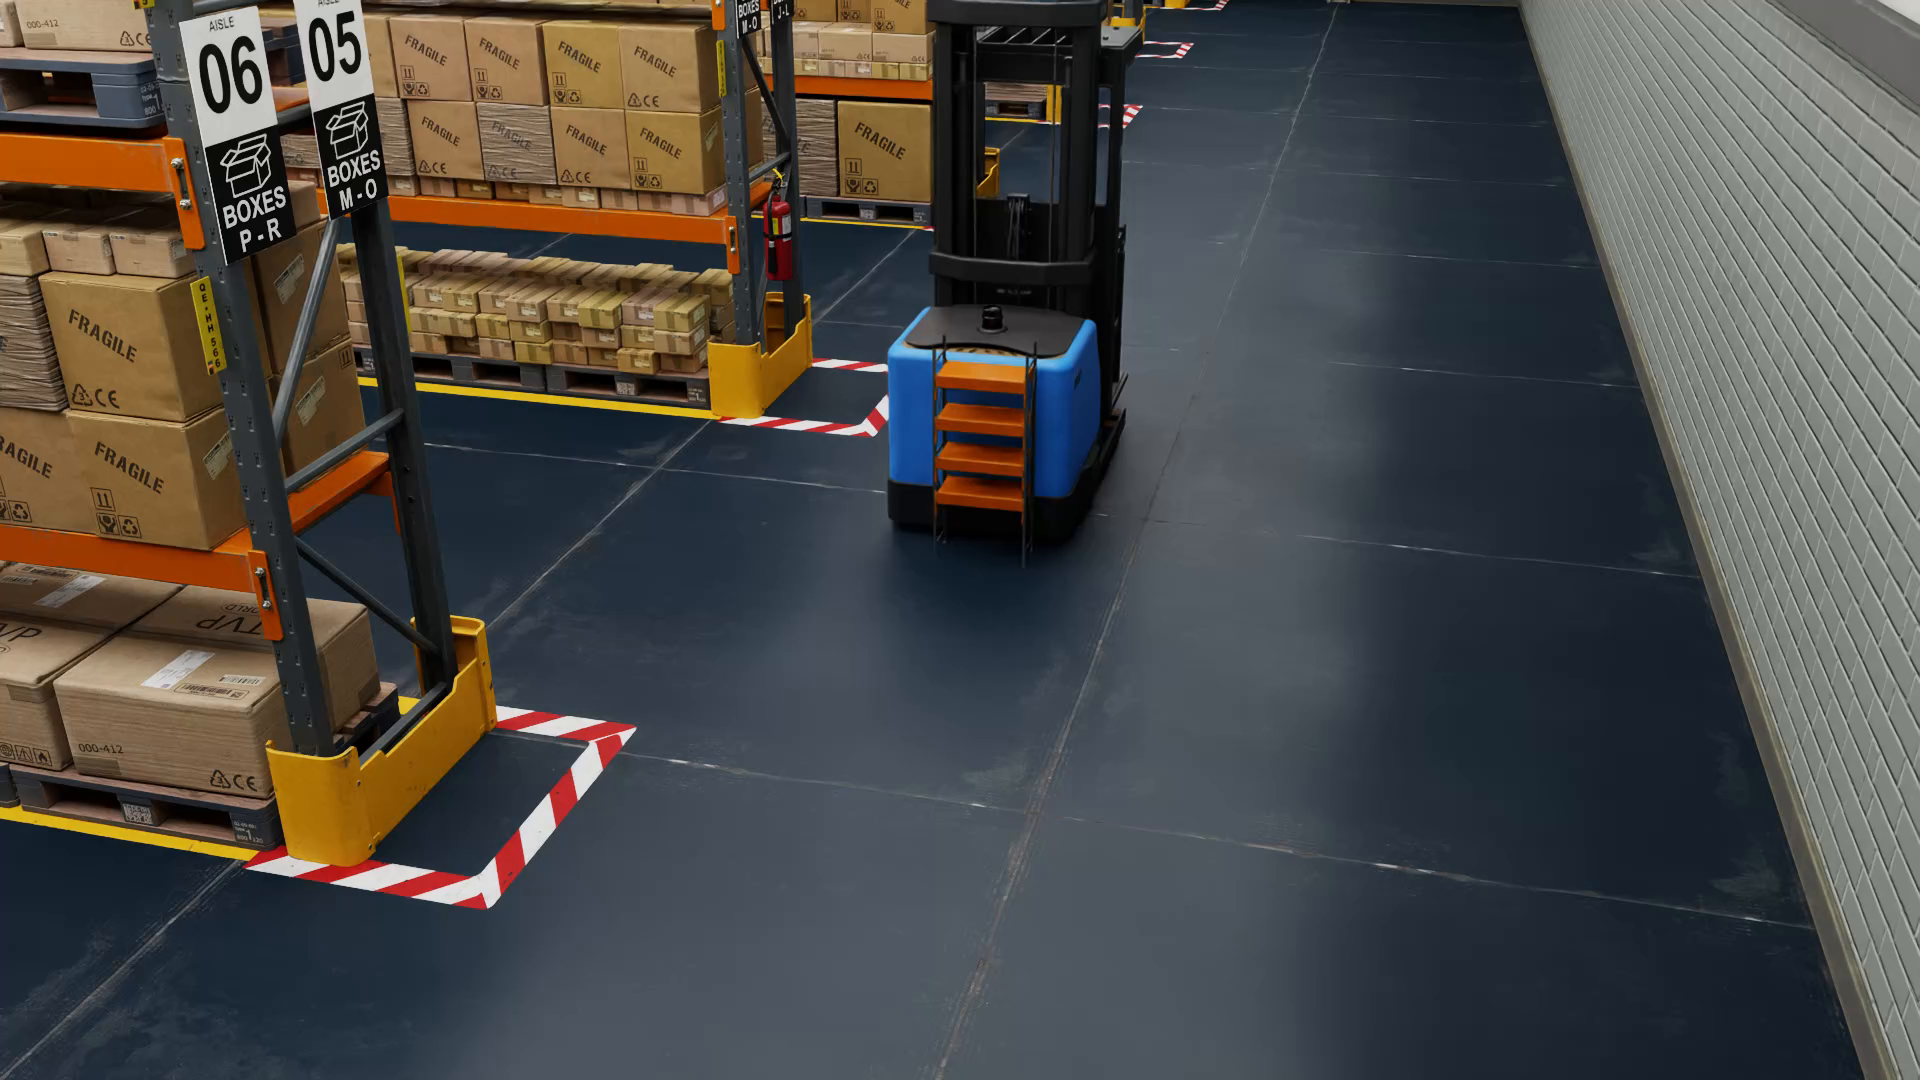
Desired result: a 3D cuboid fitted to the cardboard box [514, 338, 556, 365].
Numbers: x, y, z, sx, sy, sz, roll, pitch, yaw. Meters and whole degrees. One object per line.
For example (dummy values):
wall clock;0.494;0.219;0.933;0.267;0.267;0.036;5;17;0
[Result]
cardboard box;-2.851;-1.340;11.402;0.250;0.149;0.380;5;26;11

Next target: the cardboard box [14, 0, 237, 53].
cardboard box;-2.868;-1.856;5.740;0.500;0.250;0.500;4;26;8

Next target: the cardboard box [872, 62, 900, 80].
cardboard box;-0.621;-4.265;15.011;0.250;0.149;0.380;7;26;14

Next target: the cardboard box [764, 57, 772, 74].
cardboard box;-1.610;-4.374;15.240;0.250;0.149;0.380;6;26;13

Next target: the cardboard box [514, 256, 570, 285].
cardboard box;-2.977;-1.897;11.881;0.250;0.149;0.380;7;26;14

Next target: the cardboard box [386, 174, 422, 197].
cardboard box;-3.669;-2.424;11.143;0.250;0.149;0.380;7;26;15

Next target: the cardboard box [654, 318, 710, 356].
cardboard box;-1.857;-1.370;11.121;0.250;0.149;0.380;6;26;12

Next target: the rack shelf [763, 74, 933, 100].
rack shelf;-1.879;-4.339;15.712;4.000;0.370;1.077;6;26;13

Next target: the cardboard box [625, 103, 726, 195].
cardboard box;-1.774;-2.516;10.584;0.500;0.500;0.500;7;26;14

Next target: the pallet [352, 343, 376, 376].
pallet;-4.490;-1.508;12.172;1.213;0.211;1.003;6;26;13

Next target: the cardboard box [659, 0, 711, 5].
cardboard box;-2.436;-5.016;15.253;0.500;0.500;0.500;5;26;11

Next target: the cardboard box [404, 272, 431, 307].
cardboard box;-3.873;-1.732;11.534;0.250;0.149;0.380;7;26;14

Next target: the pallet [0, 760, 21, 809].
pallet;-4.382;0.750;7.429;1.213;0.211;1.003;6;26;13

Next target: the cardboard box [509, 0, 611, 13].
cardboard box;-2.632;-3.302;11.070;0.500;0.500;0.500;6;26;12

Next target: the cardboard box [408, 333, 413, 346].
cardboard box;-3.838;-1.500;11.739;0.250;0.149;0.380;5;26;11

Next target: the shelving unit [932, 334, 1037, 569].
shelving unit;0.129;-0.462;8.826;0.503;1.200;0.258;6;26;12

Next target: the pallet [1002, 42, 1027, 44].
pallet;0.505;-7.539;24.840;1.213;0.211;1.003;6;26;13

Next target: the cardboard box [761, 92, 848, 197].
cardboard box;-1.463;-3.813;15.753;0.875;0.875;0.875;6;26;13

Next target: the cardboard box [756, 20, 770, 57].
cardboard box;-1.967;-4.621;15.295;0.500;0.250;0.500;6;26;13

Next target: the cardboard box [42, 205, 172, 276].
cardboard box;-3.059;-1.086;6.008;0.250;0.149;0.380;7;26;14

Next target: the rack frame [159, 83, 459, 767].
rack frame;-2.410;-0.324;6.442;0.127;3.000;1.000;6;26;13

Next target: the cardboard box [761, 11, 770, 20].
cardboard box;-1.837;-4.842;15.760;0.500;0.250;0.500;6;26;12

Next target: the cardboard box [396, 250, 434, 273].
cardboard box;-4.008;-1.971;12.036;0.250;0.149;0.380;7;26;15

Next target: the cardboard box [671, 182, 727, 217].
cardboard box;-1.661;-2.200;10.673;0.250;0.149;0.380;6;26;13

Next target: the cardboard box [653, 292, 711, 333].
cardboard box;-1.851;-1.518;11.085;0.250;0.149;0.380;7;26;14

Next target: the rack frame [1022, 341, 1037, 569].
rack frame;0.367;-0.438;8.775;0.015;1.200;0.240;6;26;12

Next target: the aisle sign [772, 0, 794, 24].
aisle sign;-1.130;-3.687;10.480;0.004;0.787;0.394;6;26;13

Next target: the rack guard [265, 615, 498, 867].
rack guard;-2.387;0.807;6.974;0.348;0.500;1.175;6;26;13

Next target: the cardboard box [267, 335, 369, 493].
cardboard box;-2.803;-0.540;6.779;0.500;0.500;0.500;6;26;13

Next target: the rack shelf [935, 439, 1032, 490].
rack shelf;0.129;-0.402;8.854;0.480;0.148;0.258;6;26;12

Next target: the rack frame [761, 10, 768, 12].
rack frame;-2.582;-6.940;20.338;0.127;3.000;1.000;6;26;13

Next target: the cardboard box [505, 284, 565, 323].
cardboard box;-2.872;-1.604;11.265;0.250;0.149;0.380;7;26;15

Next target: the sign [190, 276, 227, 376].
sign;-2.559;-0.730;5.671;0.005;0.325;0.100;6;26;13

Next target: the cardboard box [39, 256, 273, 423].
cardboard box;-2.936;-0.773;6.106;0.500;0.500;0.500;7;26;15

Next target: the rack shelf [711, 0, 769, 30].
rack shelf;-3.212;-3.640;10.753;4.000;0.370;1.077;6;26;13

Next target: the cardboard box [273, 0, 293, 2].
cardboard box;-4.627;-3.517;11.523;0.500;0.500;0.500;5;26;11

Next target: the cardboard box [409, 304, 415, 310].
cardboard box;-3.844;-1.619;11.643;0.250;0.149;0.380;8;26;15

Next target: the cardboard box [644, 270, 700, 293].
cardboard box;-1.995;-1.744;11.560;0.250;0.149;0.380;7;26;14

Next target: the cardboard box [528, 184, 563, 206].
cardboard box;-2.640;-2.321;10.927;0.250;0.149;0.380;5;26;11

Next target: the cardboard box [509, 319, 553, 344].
cardboard box;-2.866;-1.475;11.341;0.250;0.149;0.380;7;26;14

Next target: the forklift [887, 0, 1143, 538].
forklift;0.444;-1.945;9.926;1.130;2.935;3.031;6;26;12

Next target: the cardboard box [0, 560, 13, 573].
cardboard box;-4.836;0.422;7.366;0.875;0.438;0.875;6;26;11

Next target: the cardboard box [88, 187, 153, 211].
cardboard box;-3.180;-1.341;6.543;0.250;0.149;0.380;7;26;15

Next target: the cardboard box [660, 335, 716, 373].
cardboard box;-1.837;-1.268;11.252;0.250;0.149;0.380;7;26;14

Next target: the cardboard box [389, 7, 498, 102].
cardboard box;-3.290;-3.134;10.717;0.500;0.500;0.500;5;26;11

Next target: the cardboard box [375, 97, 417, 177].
cardboard box;-3.772;-2.727;11.026;0.500;0.500;0.500;6;26;12
